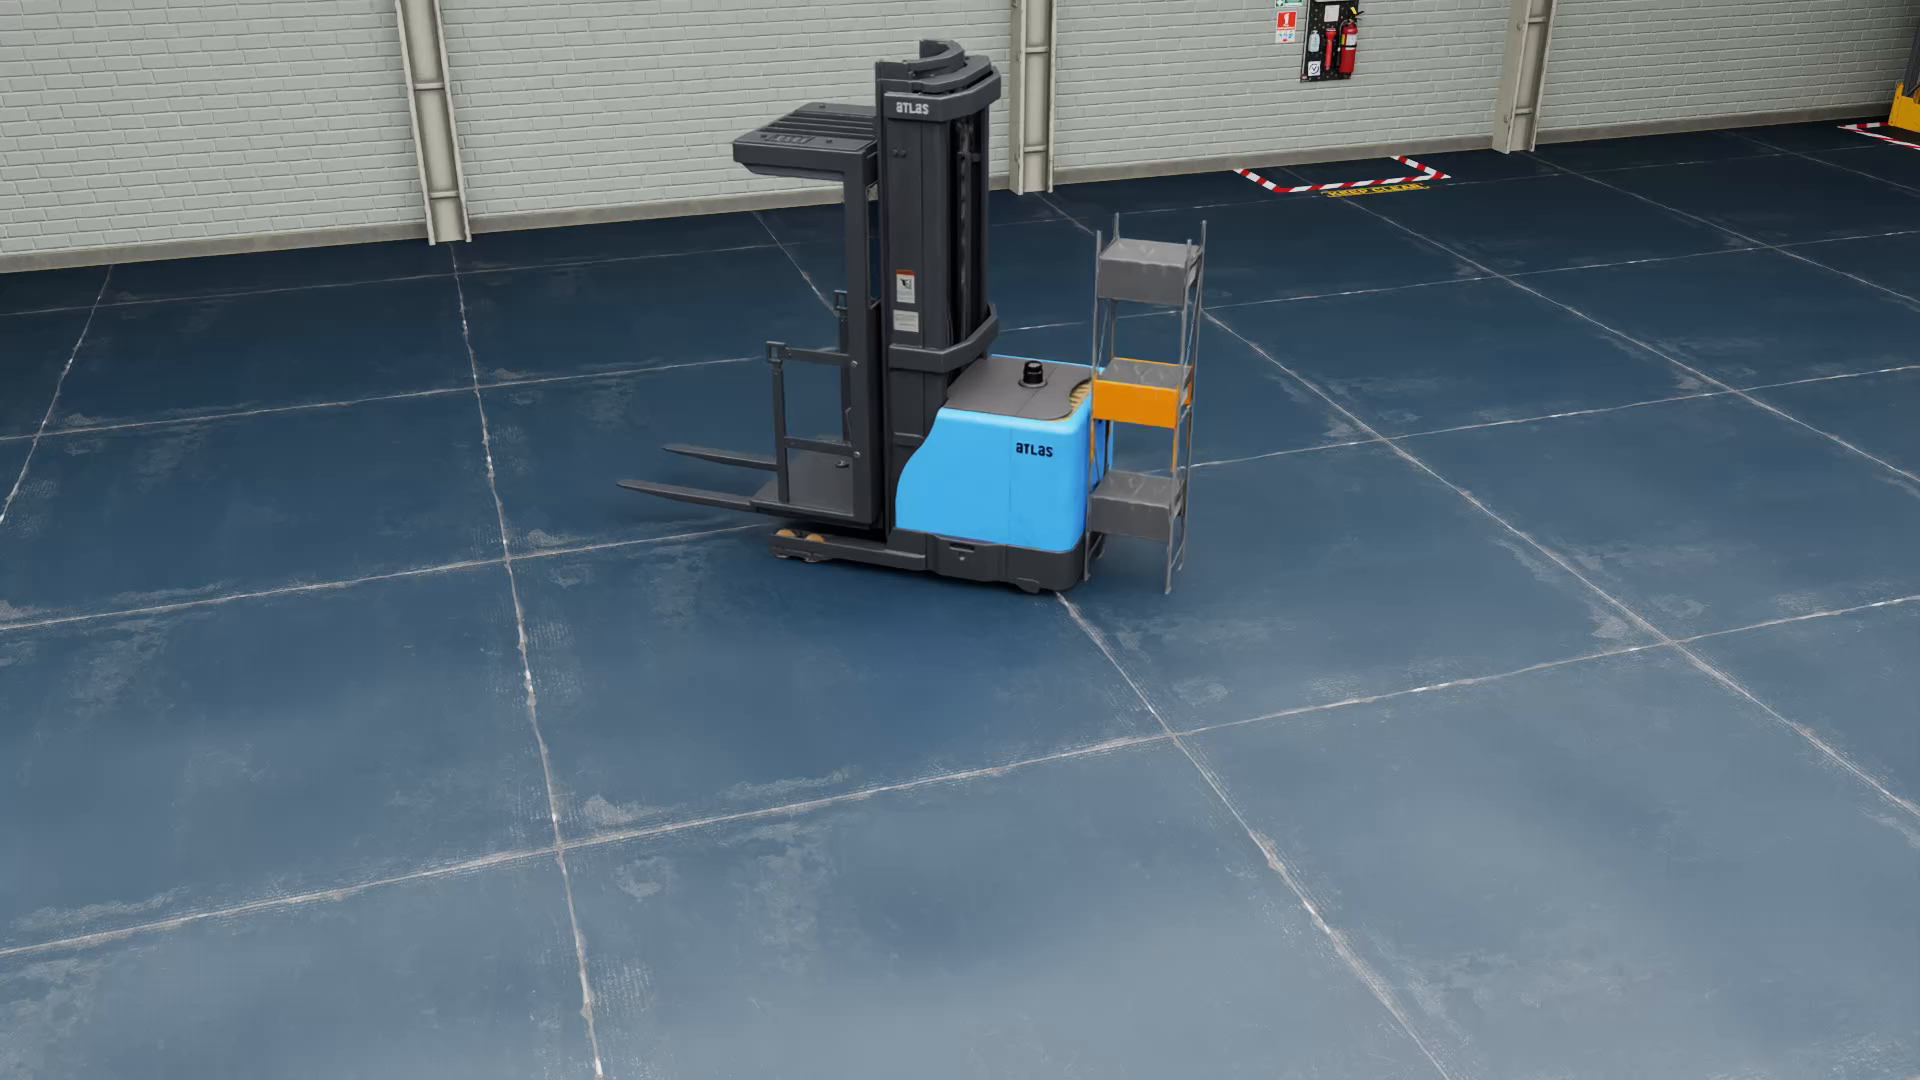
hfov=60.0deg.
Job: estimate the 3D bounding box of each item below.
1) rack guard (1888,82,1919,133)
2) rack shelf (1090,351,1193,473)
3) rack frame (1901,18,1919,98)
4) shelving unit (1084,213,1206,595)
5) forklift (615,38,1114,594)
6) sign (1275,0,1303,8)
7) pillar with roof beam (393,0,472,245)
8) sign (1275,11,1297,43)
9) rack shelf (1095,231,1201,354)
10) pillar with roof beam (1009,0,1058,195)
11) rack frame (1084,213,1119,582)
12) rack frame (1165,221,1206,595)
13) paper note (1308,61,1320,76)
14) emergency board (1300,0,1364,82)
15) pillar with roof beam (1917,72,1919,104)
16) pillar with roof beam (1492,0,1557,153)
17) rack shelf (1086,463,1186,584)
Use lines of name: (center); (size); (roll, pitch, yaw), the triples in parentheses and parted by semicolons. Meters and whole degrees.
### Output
rack guard: (11.841, -5.171, 20.104); (0.348, 0.500, 1.175); (-8, 28, -16)
rack shelf: (1.030, -0.729, 9.387); (0.480, 0.518, 0.431); (9, 28, 17)
rack frame: (11.769, -6.280, 19.527); (0.127, 3.000, 1.000); (-8, 28, -16)
shelving unit: (1.030, -0.741, 9.381); (0.503, 2.100, 0.431); (9, 28, 17)
forklift: (-0.635, -1.388, 9.750); (3.031, 2.935, 1.130); (9, 28, 17)
sign: (3.550, -5.810, 17.943); (0.331, 0.109, 0.001); (-8, 28, -16)
pillar with roof beam: (-3.615, -5.131, 10.465); (0.400, 9.000, 9.100); (-8, 28, -16)
sign: (3.542, -5.575, 18.067); (0.234, 0.329, 0.001); (-8, 28, -16)
rack shelf: (1.030, -1.356, 9.076); (0.480, 0.518, 0.431); (9, 28, 17)
pillar with roof beam: (2.090, -5.957, 12.129); (0.400, 9.000, 9.100); (-8, 28, -16)
rack frame: (0.800, -0.777, 9.454); (0.015, 2.100, 0.400); (9, 28, 17)
rack frame: (1.260, -0.705, 9.308); (0.015, 2.100, 0.400); (9, 28, 17)
paper note: (3.910, -5.202, 18.346); (0.142, 0.148, 0.016); (-8, 28, -16)
emergency board: (4.100, -5.592, 18.141); (0.643, 1.169, 0.194); (-8, 28, -16)
pillar with roof beam: (13.500, -7.609, 15.457); (0.400, 9.000, 9.100); (-8, 28, -16)
pillar with roof beam: (7.795, -6.783, 13.793); (0.400, 9.000, 9.100); (-8, 28, -16)
rack shelf: (1.030, -0.102, 9.699); (0.480, 0.518, 0.431); (9, 28, 17)
